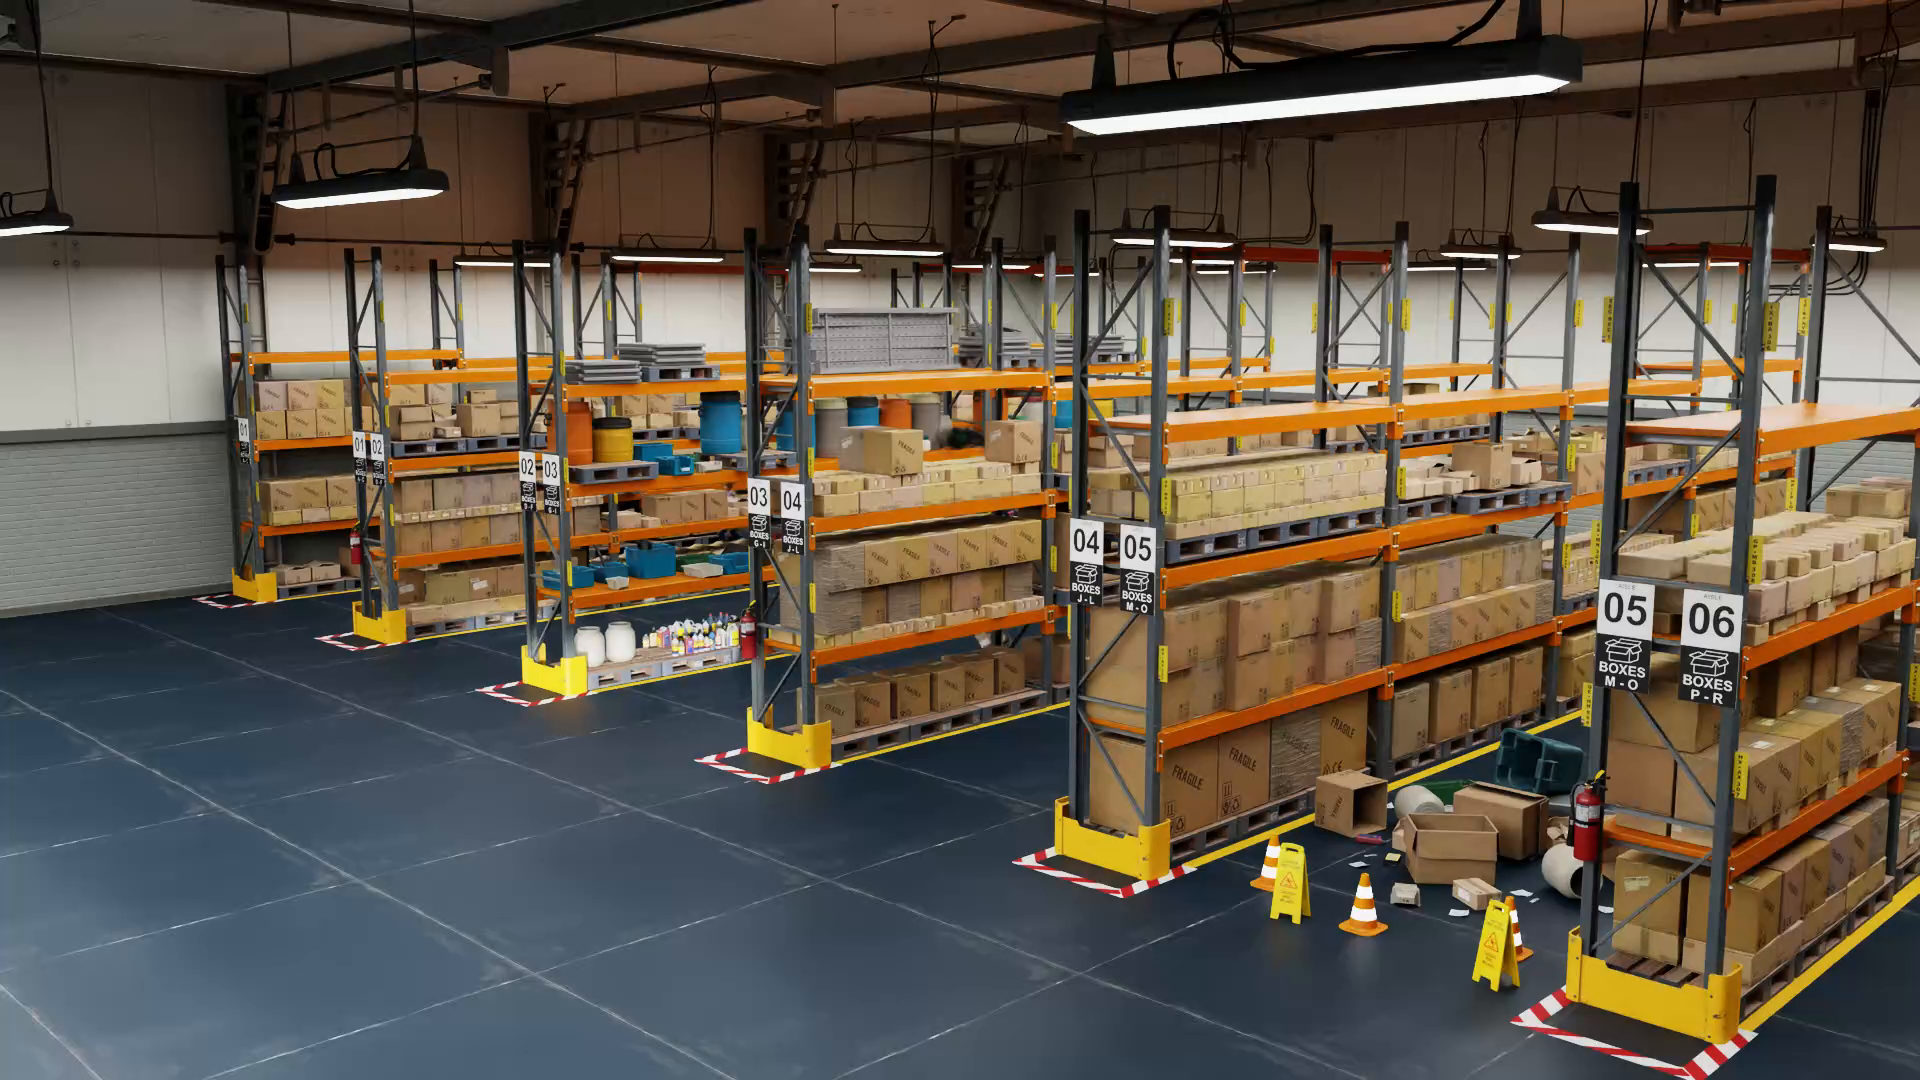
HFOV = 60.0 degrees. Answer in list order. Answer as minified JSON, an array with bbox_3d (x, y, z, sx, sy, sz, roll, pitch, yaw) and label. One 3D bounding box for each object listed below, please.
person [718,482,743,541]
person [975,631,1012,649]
[{"bbox_3d":[-4.721,-0.442,33.869,0.548,1.594,0.887,5,10,33],"label":"person"},{"bbox_3d":[0.474,0.923,23.331,0.711,1.733,0.784,-2,8,-11],"label":"person"}]
